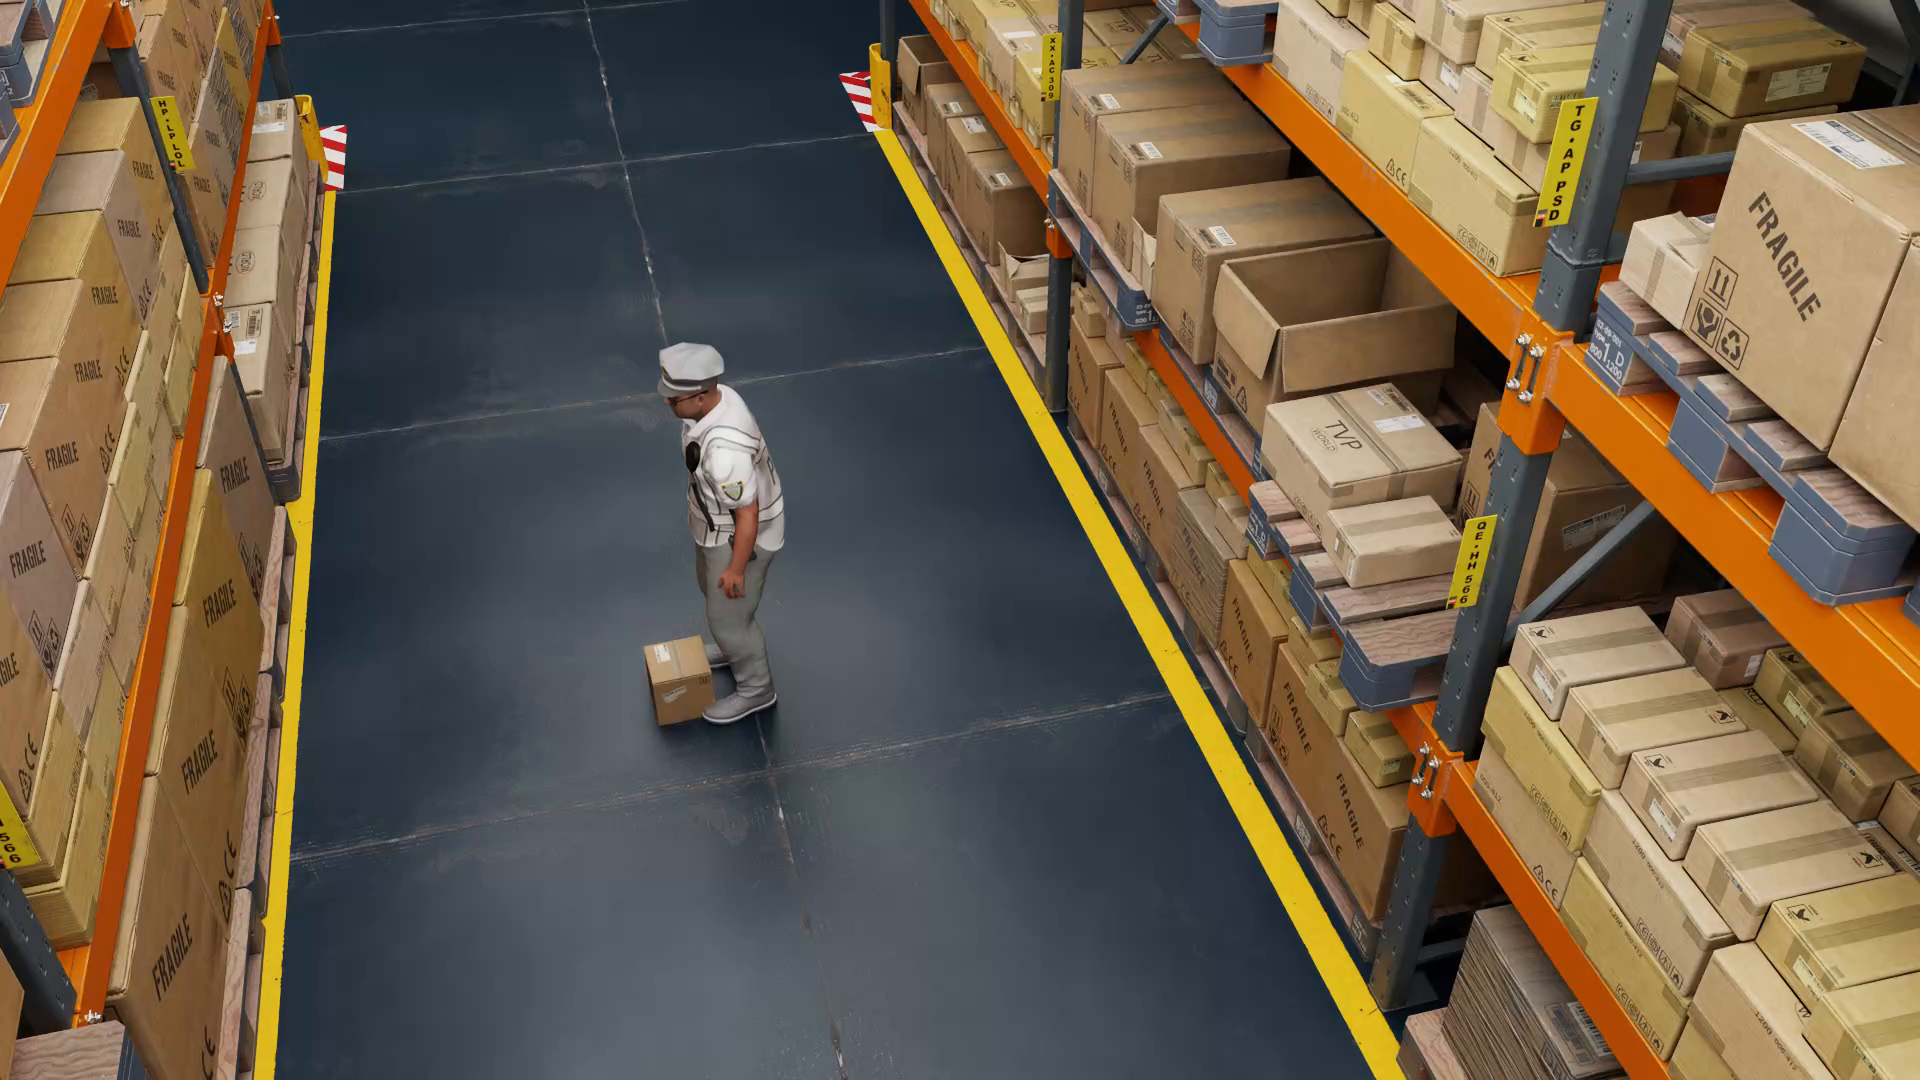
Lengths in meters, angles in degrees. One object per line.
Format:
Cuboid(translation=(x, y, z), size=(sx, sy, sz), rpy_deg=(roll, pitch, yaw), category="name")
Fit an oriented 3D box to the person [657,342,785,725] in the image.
Cuboid(translation=(-0.938, -0.037, 6.757), size=(0.437, 1.747, 0.601), rpy_deg=(-12, 39, -15), category="person")
